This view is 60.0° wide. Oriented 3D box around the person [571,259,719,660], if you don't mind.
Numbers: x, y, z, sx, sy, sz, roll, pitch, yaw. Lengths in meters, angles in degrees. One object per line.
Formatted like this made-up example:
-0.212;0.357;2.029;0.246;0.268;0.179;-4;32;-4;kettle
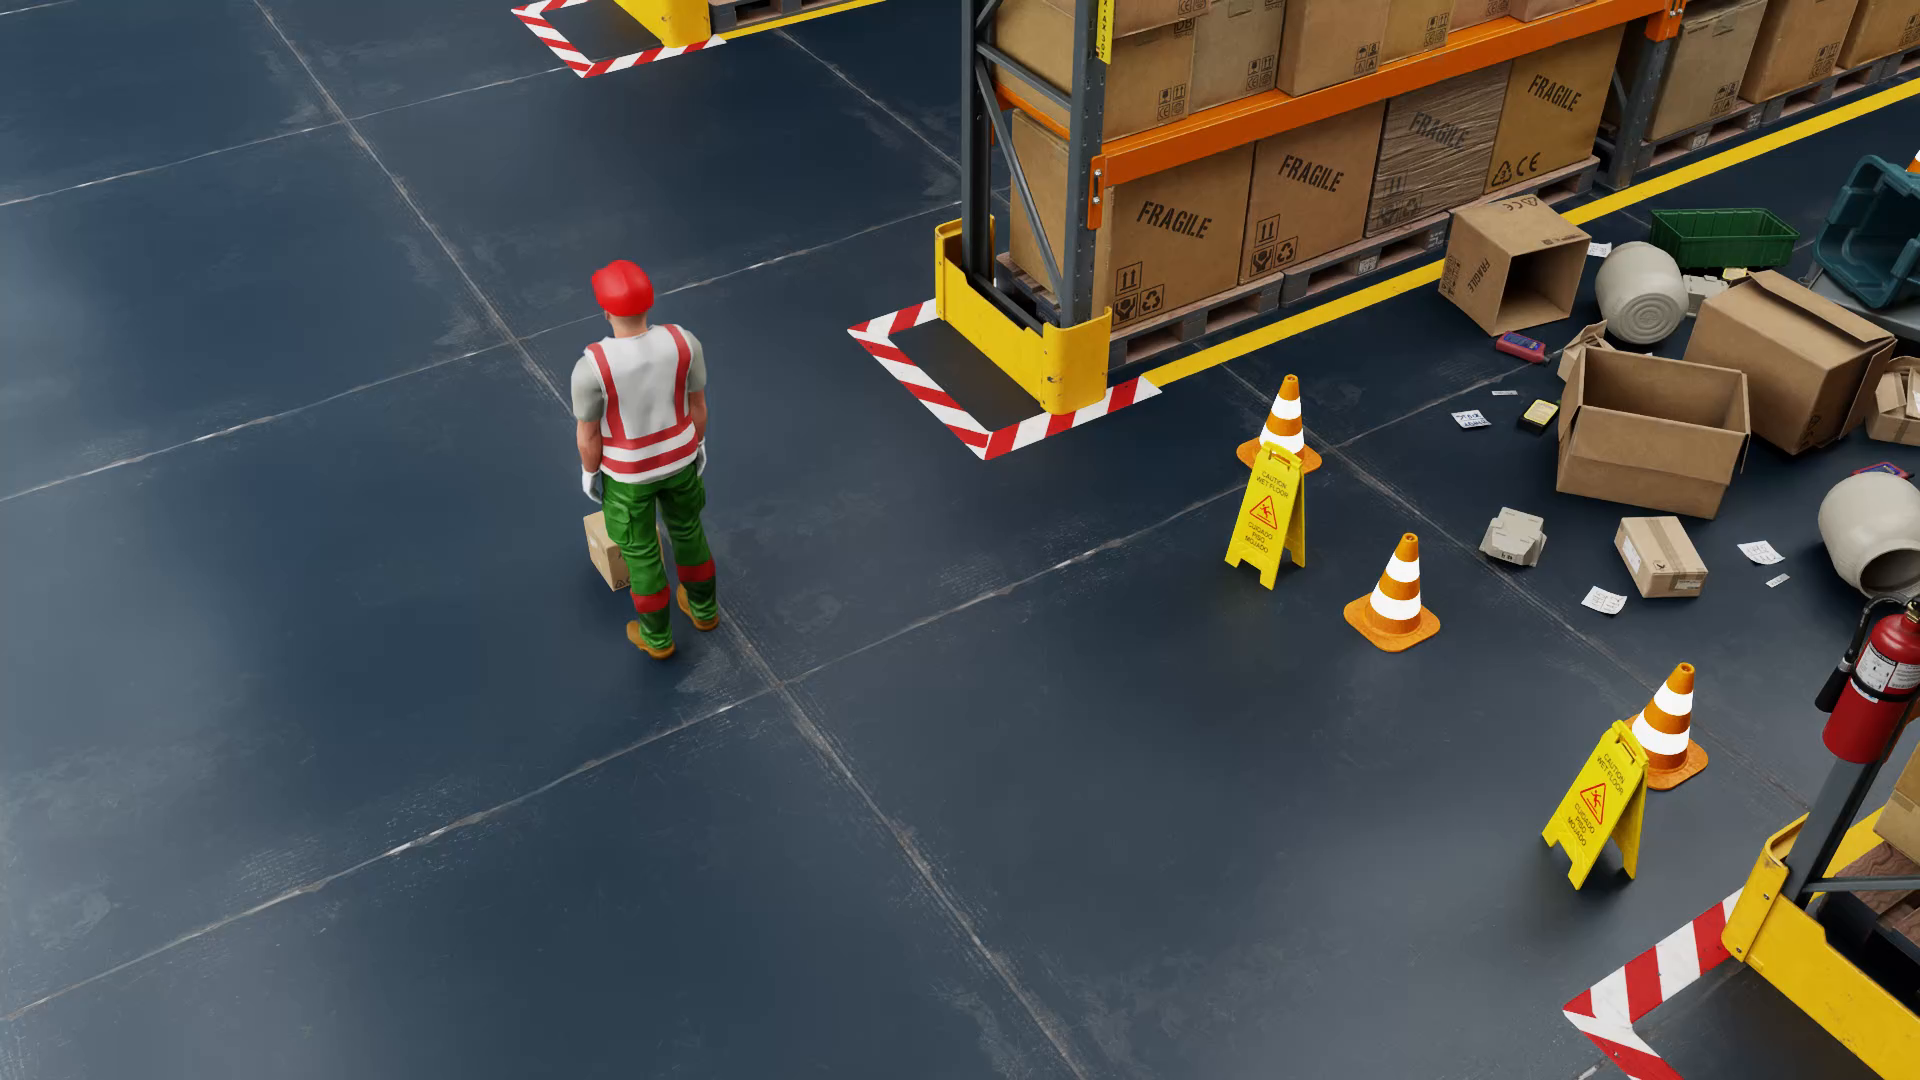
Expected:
-1.227;-0.304;6.517;0.526;1.813;0.367;-21;45;-23;person
